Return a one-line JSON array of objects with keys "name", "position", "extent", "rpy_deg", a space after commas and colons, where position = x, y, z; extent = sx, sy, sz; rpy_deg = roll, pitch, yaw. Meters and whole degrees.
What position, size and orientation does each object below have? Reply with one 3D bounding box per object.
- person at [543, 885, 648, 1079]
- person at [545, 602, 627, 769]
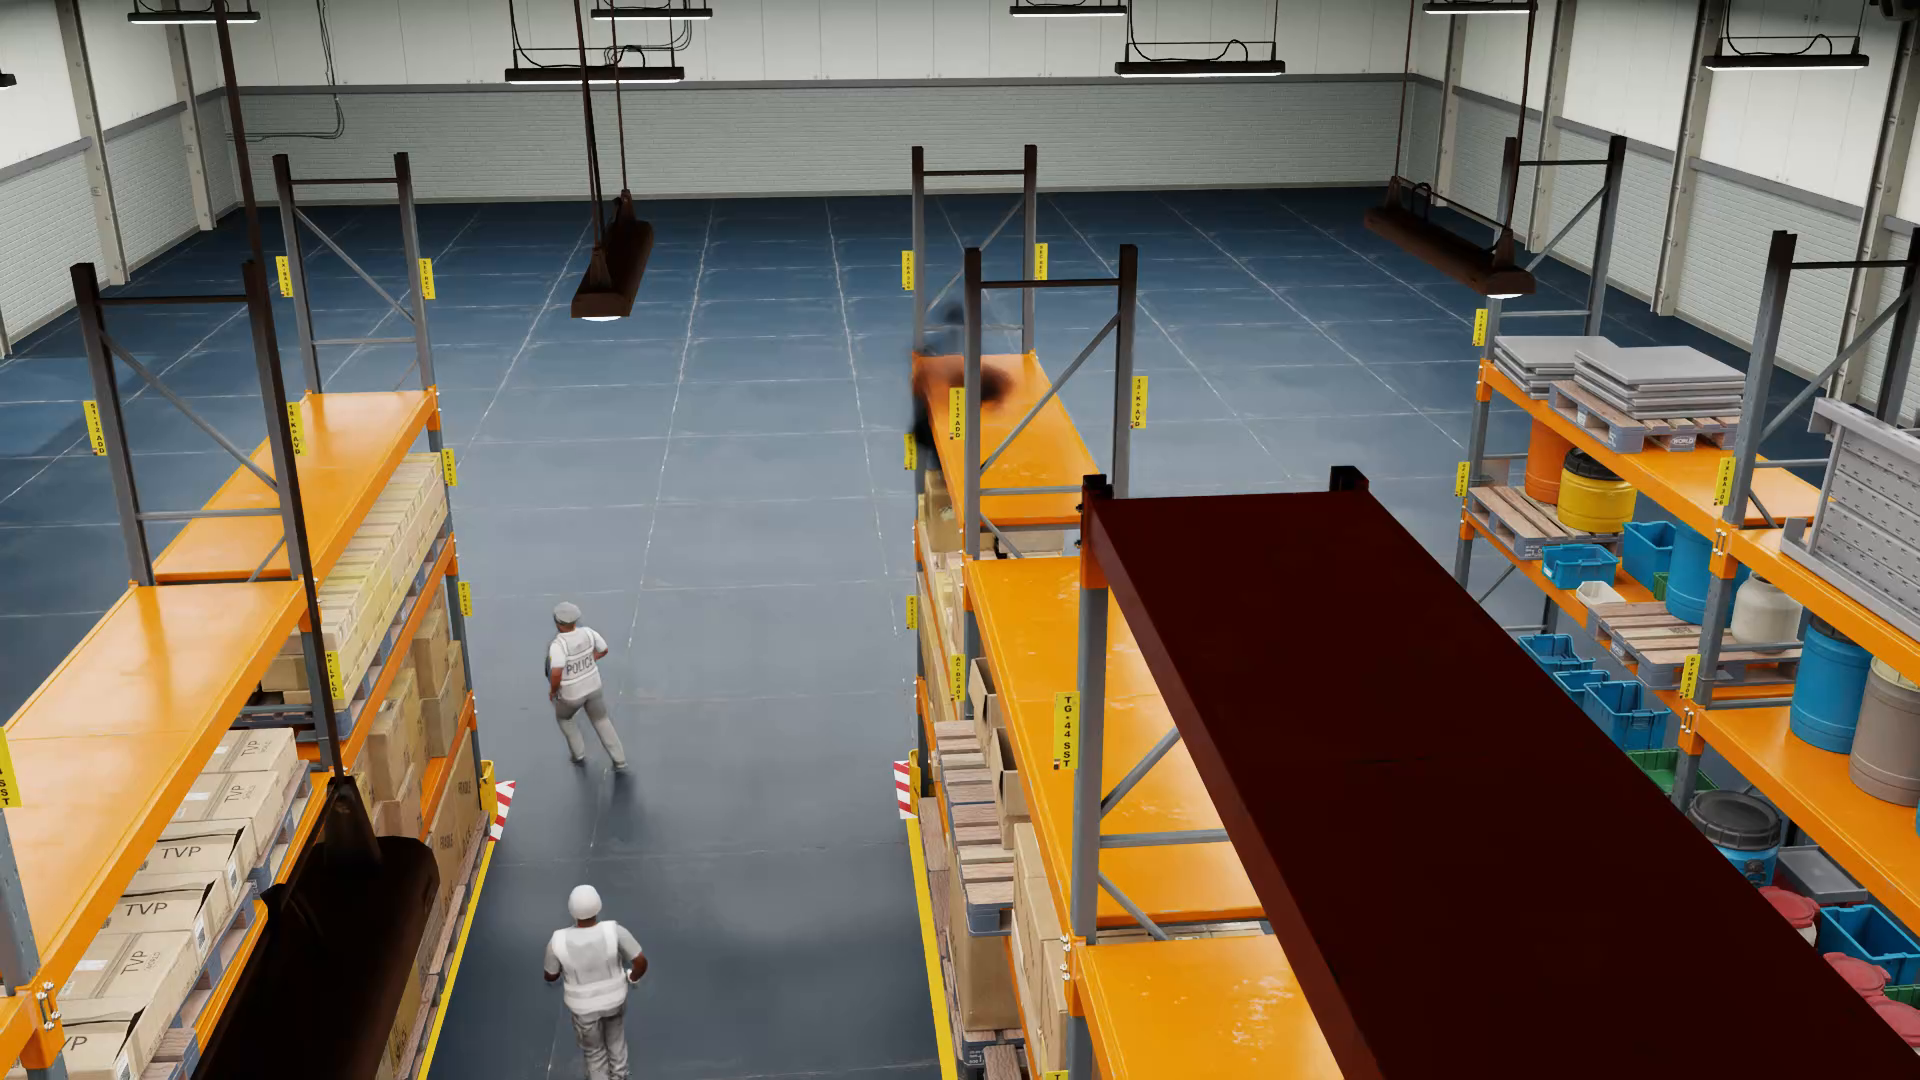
[{"name": "person", "position": [-2.477, 3.137, 11.327], "extent": [0.654, 1.830, 0.757], "rpy_deg": [-9, 23, -20]}, {"name": "person", "position": [-3.600, 1.433, 15.671], "extent": [0.711, 1.819, 0.796], "rpy_deg": [-18, 28, -38]}]
